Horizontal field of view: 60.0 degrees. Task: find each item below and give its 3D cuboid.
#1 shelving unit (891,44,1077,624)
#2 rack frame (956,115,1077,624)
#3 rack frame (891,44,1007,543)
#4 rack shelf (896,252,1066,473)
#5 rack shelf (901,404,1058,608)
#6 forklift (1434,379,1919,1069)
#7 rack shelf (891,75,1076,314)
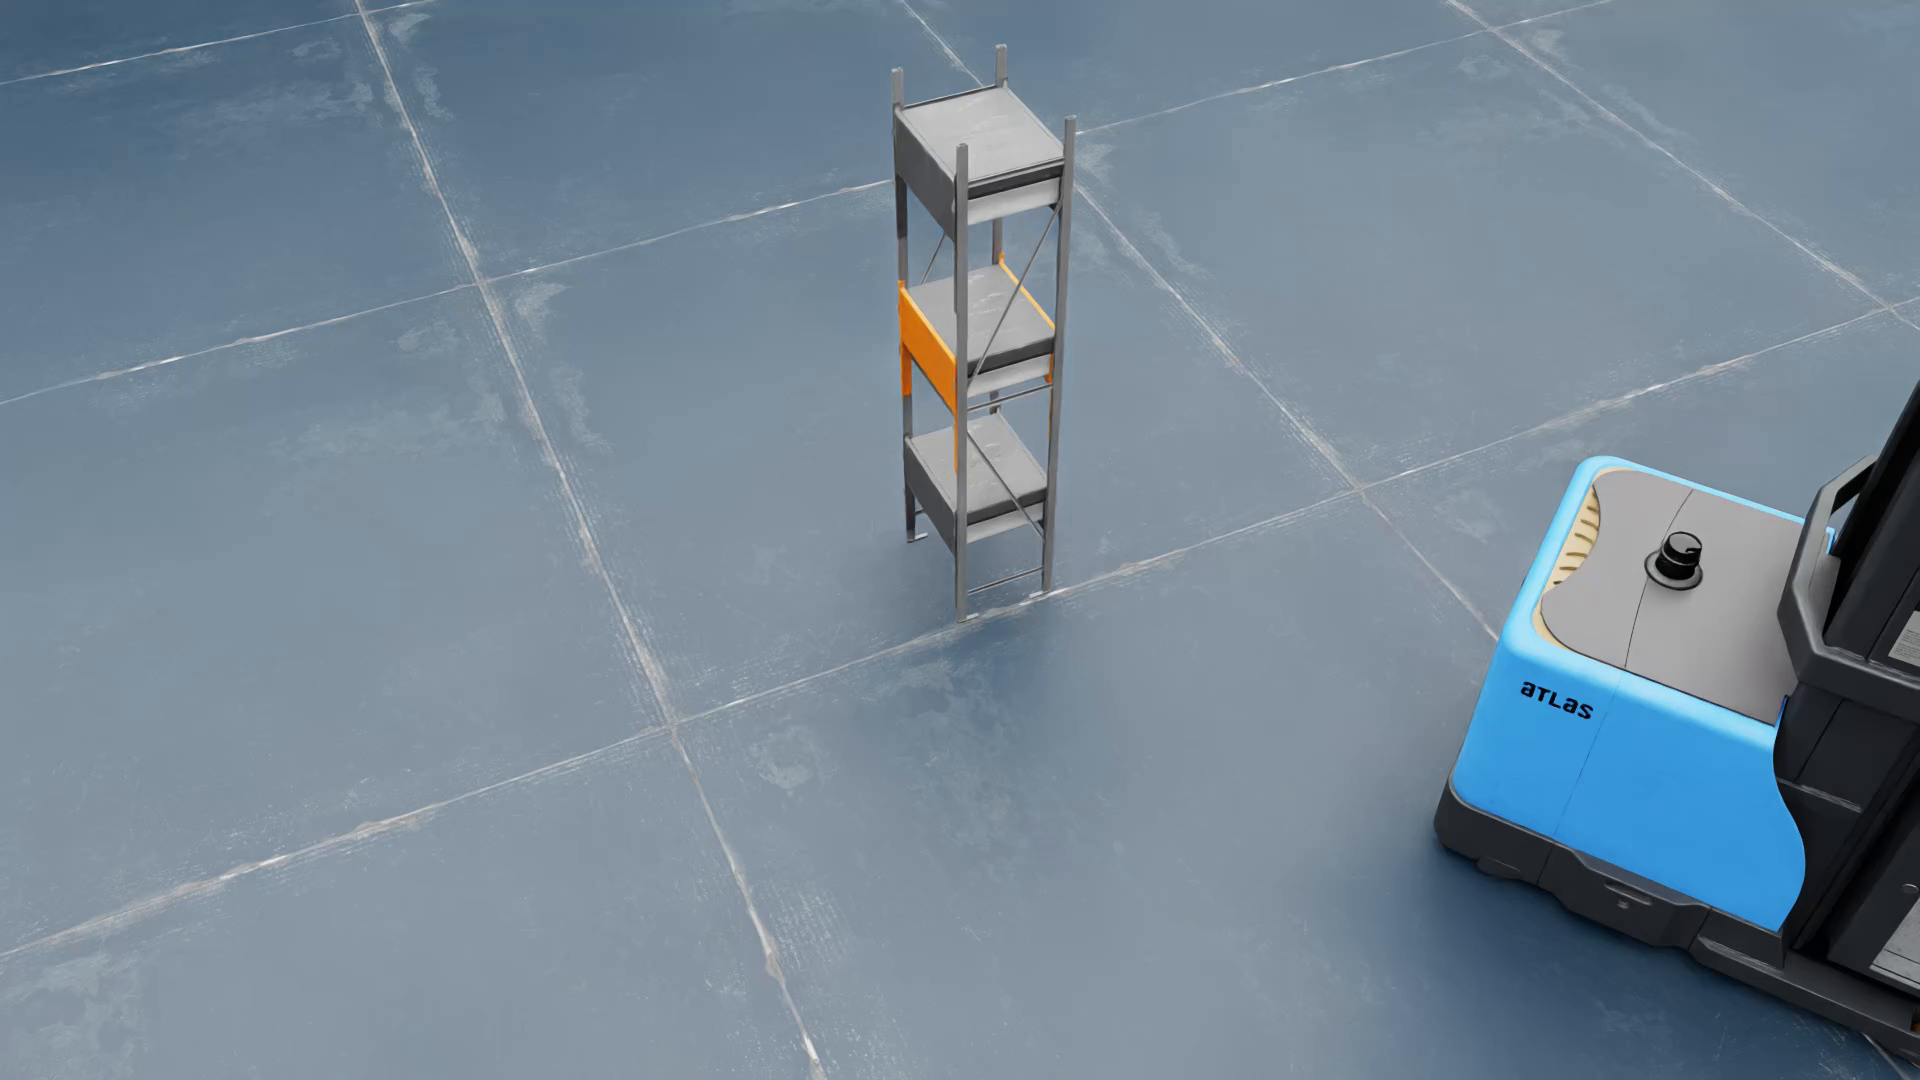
[{"bbox_3d":[0.070,-0.642,5.906,0.431,2.100,0.503,-18,47,-17],"label":"shelving unit"},{"bbox_3d":[0.172,-0.486,5.748,0.400,2.100,0.015,-18,47,-17],"label":"rack frame"},{"bbox_3d":[-0.033,-0.797,6.063,0.400,2.100,0.015,-18,47,-17],"label":"rack frame"},{"bbox_3d":[0.070,-0.632,5.915,0.431,0.518,0.480,-18,47,-17],"label":"rack shelf"},{"bbox_3d":[0.070,-0.134,6.407,0.431,0.518,0.480,-18,47,-17],"label":"rack shelf"},{"bbox_3d":[3.148,0.227,4.433,3.031,2.935,1.130,22,49,21],"label":"forklift"},{"bbox_3d":[0.070,-1.130,5.424,0.431,0.518,0.480,-18,47,-17],"label":"rack shelf"}]
